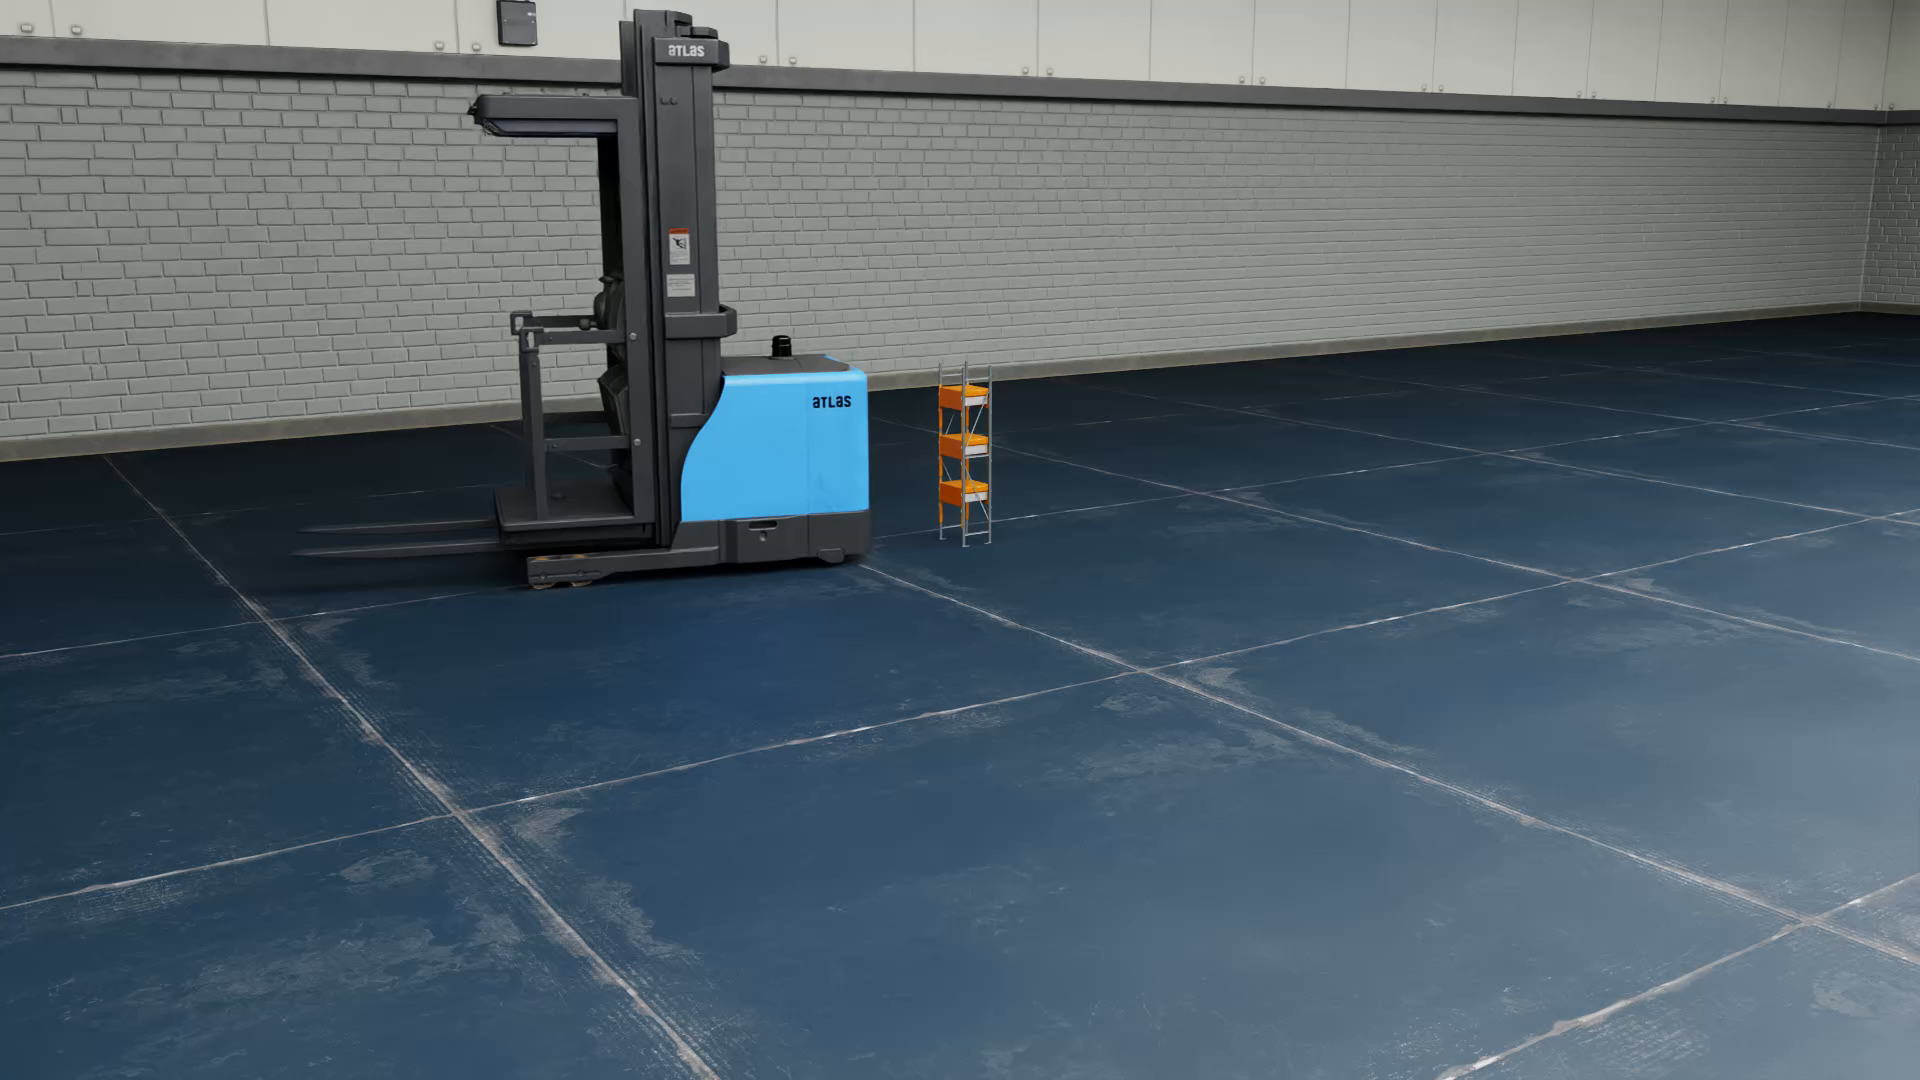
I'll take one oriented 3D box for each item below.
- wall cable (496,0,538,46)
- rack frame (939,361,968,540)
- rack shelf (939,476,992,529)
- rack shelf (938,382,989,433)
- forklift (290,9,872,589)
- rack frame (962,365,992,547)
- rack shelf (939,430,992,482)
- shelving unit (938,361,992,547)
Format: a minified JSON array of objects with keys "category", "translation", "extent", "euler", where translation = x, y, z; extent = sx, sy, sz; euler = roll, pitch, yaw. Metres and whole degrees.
[{"category":"wall cable","translation":[-2.906,-7.252,13.999],"extent":[2.305,6.003,0.169],"euler":[-8,15,-33]},{"category":"rack frame","translation":[-0.038,-0.525,9.805],"extent":[0.200,1.050,0.008],"euler":[-8,15,-33]},{"category":"rack shelf","translation":[0.030,-0.222,9.768],"extent":[0.215,0.259,0.240],"euler":[-8,15,-33]},{"category":"rack shelf","translation":[0.030,-0.770,9.648],"extent":[0.215,0.259,0.240],"euler":[-8,15,-33]},{"category":"forklift","translation":[-2.067,-1.301,8.950],"extent":[3.031,2.935,1.130],"euler":[-4,13,-17]},{"category":"rack frame","translation":[0.097,-0.482,9.607],"extent":[0.200,1.050,0.008],"euler":[-8,15,-33]},{"category":"rack shelf","translation":[0.030,-0.493,9.708],"extent":[0.215,0.259,0.240],"euler":[-8,15,-33]},{"category":"shelving unit","translation":[0.030,-0.503,9.706],"extent":[0.215,1.050,0.252],"euler":[-8,15,-33]}]
